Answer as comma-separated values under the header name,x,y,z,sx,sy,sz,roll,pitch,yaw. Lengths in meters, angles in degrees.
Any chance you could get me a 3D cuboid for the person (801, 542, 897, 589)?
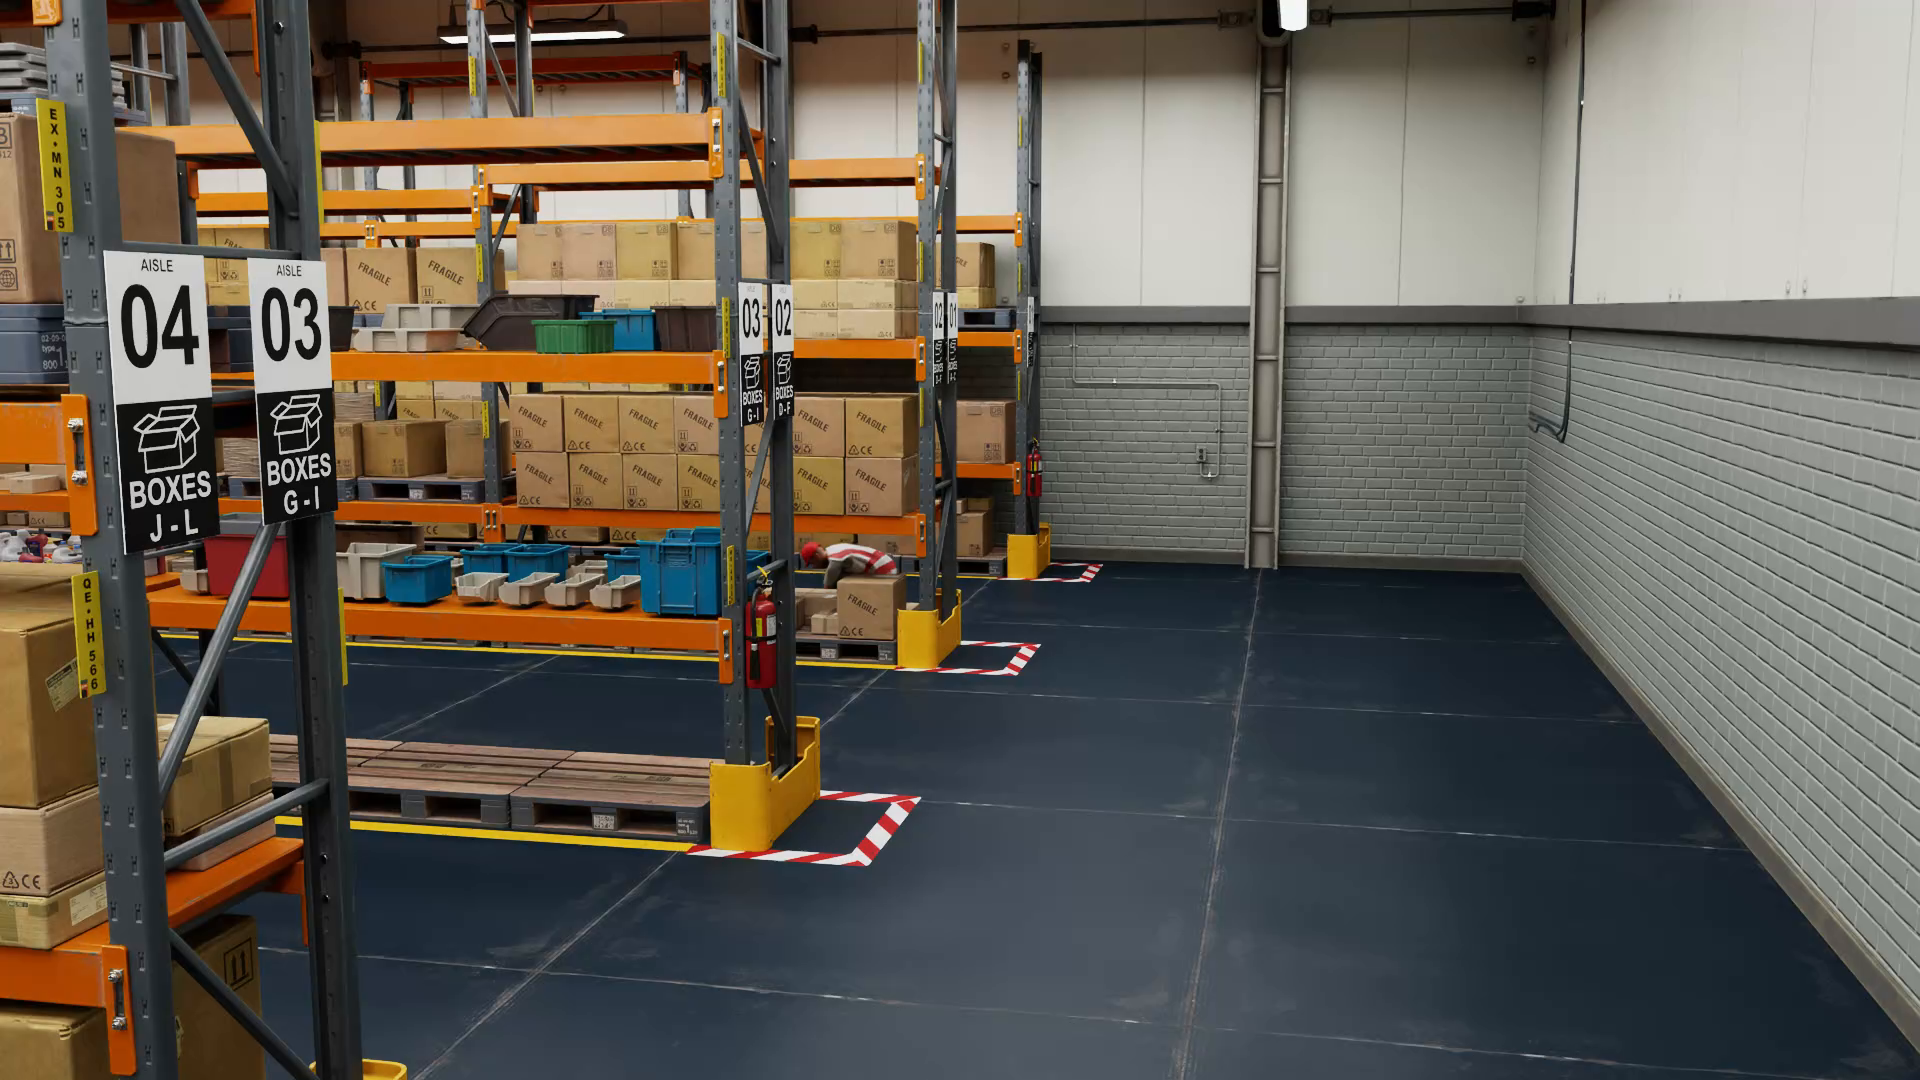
name,x,y,z,sx,sy,sz,roll,pitch,yaw
person,-1.101,0.433,16.502,0.941,0.830,0.536,1,8,10
